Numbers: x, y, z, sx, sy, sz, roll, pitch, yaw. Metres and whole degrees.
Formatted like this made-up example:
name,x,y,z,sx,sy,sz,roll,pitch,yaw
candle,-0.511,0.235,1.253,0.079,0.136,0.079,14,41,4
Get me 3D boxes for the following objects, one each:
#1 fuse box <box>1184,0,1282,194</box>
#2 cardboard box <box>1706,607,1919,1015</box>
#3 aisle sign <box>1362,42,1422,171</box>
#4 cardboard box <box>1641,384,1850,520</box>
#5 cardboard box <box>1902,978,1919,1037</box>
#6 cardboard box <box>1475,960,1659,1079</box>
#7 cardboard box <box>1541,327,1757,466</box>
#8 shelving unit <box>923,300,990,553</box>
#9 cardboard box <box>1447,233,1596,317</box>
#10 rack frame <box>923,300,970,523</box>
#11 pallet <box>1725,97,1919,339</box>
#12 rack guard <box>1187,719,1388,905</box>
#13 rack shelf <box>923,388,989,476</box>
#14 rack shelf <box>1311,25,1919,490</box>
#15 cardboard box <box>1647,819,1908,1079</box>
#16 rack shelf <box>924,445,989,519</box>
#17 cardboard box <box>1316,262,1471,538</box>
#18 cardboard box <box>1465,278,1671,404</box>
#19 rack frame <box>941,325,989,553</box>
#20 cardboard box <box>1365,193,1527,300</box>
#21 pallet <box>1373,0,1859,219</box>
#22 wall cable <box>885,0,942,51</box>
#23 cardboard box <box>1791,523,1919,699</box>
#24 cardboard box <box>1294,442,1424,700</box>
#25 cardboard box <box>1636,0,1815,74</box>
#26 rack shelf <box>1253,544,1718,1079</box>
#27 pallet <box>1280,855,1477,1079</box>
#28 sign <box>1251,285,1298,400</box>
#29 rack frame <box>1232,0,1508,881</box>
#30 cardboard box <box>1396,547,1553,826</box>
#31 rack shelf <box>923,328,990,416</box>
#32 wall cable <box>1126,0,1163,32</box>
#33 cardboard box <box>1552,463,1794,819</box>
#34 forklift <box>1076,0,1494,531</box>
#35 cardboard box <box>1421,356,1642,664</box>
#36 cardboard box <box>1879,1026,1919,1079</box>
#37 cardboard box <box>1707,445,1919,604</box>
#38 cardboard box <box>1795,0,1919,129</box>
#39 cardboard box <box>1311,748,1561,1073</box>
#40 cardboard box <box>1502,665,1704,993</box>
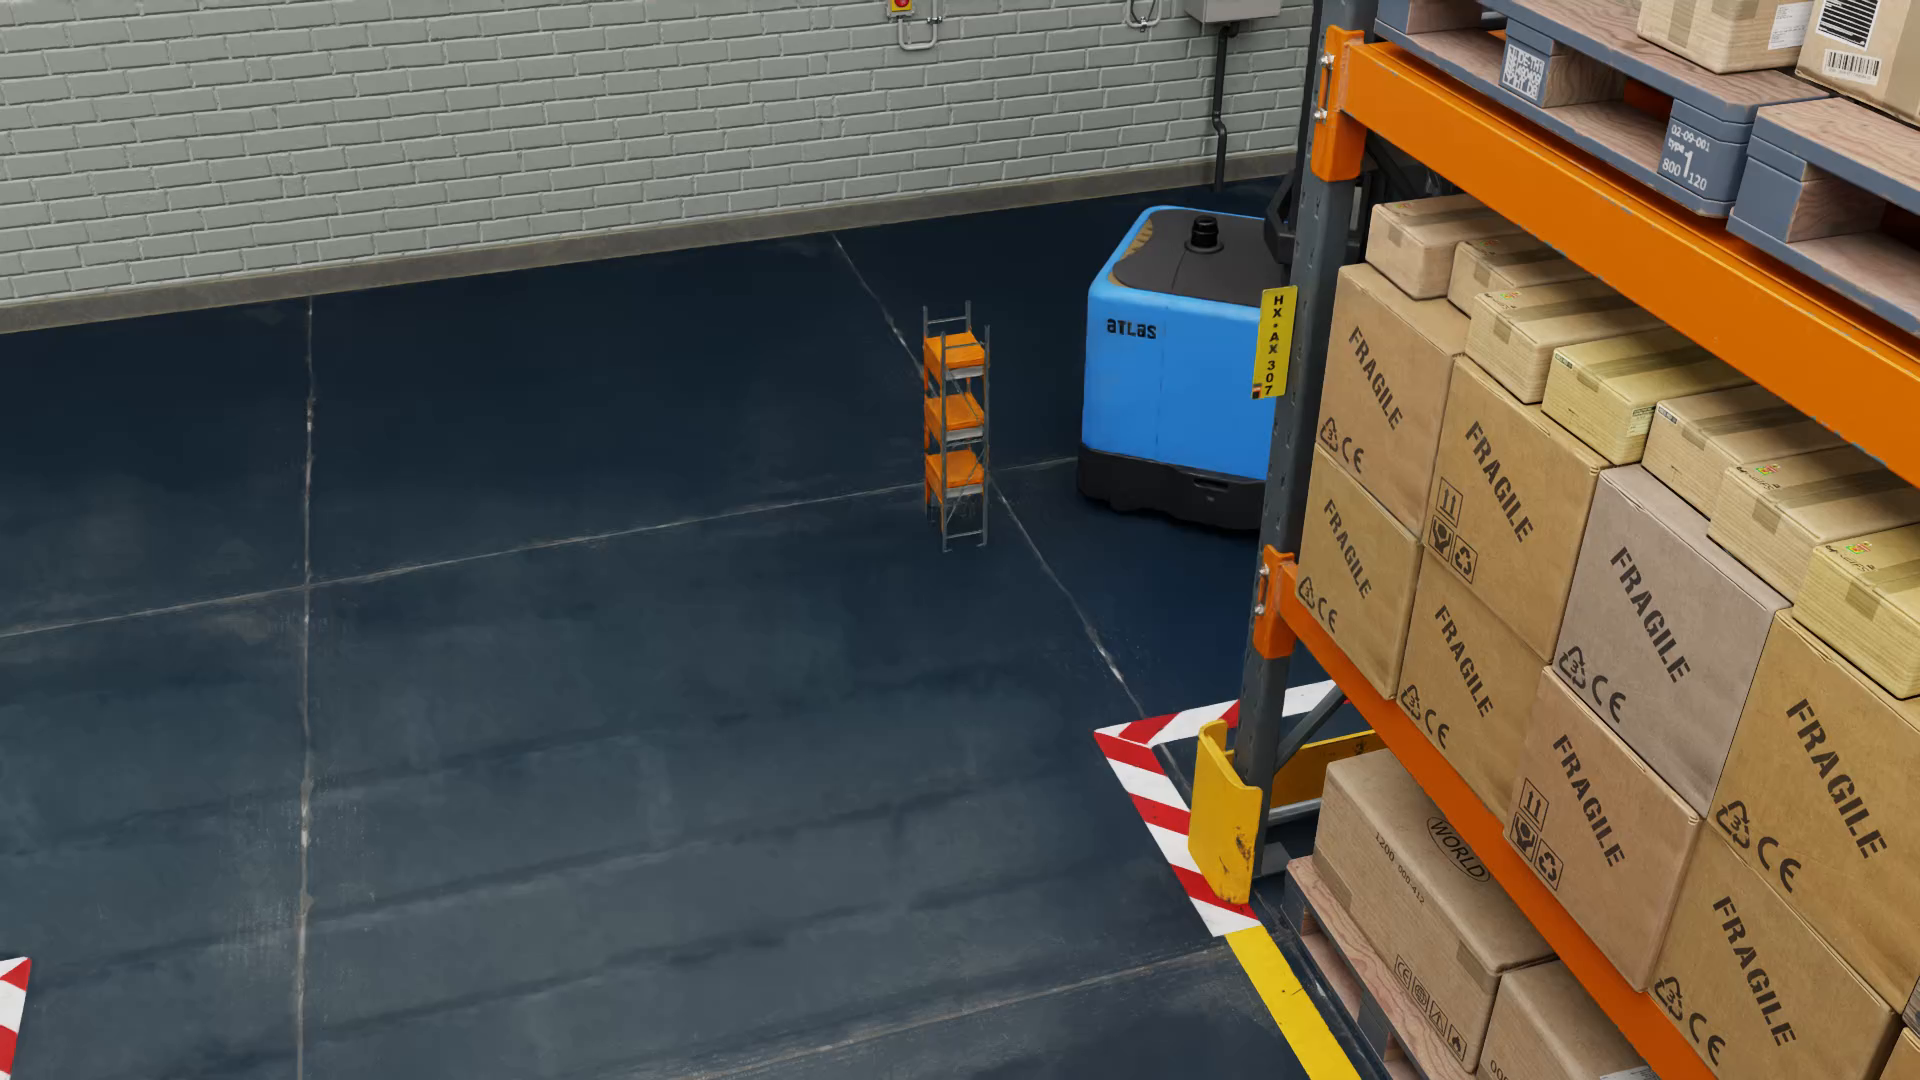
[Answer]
name,x,y,z,sx,sy,sz,roll,pitch,yaw
fuse box,1.678,-2.920,10.117,0.539,1.711,0.414,-10,35,-15
cardboard box,1.732,0.418,2.899,0.500,0.500,0.500,-10,35,-15
aisle sign,1.077,-1.298,4.135,0.394,0.787,0.004,-10,35,-15
cardboard box,1.565,-0.175,3.208,0.380,0.149,0.250,-10,35,-14
cardboard box,1.877,0.682,2.499,0.500,0.500,0.500,-10,35,-14
cardboard box,1.959,1.478,4.235,0.875,0.438,0.875,-9,35,-13
cardboard box,1.435,-0.304,3.403,0.380,0.149,0.250,-11,35,-16
shelving unit,-0.016,-0.466,7.003,0.215,1.050,0.252,-10,35,-15
cardboard box,1.367,-0.595,3.844,0.380,0.149,0.250,-9,35,-14
rack frame,-0.054,-0.530,7.100,0.200,1.050,0.008,-10,35,-15
pallet,1.987,-0.409,2.508,1.003,0.211,1.213,-10,35,-15
rack guard,1.367,0.806,5.577,1.175,0.500,0.348,-10,35,-15
rack shelf,-0.016,-0.457,7.009,0.215,0.259,0.240,-10,35,-15
rack shelf,1.985,-0.125,2.651,1.077,0.370,4.000,-10,35,-15
cardboard box,1.735,0.826,3.189,0.500,0.500,0.500,-9,34,-13
rack shelf,-0.016,-0.225,7.162,0.215,0.259,0.240,-10,35,-15
cardboard box,1.250,-0.383,4.111,0.500,0.500,0.500,-11,35,-16
cardboard box,1.337,-0.439,3.608,0.380,0.149,0.250,-9,34,-13
rack frame,0.021,-0.402,6.906,0.200,1.050,0.008,-10,35,-15
cardboard box,1.219,-0.721,4.034,0.380,0.149,0.250,-9,35,-14
pallet,1.611,-1.051,3.479,1.003,0.211,1.213,-10,35,-15
wall cable,-0.367,-3.618,9.054,0.585,1.953,0.123,-10,35,-15
cardboard box,1.652,0.101,2.791,0.380,0.149,0.250,-11,35,-16
cardboard box,1.248,0.034,4.386,0.500,0.500,0.500,-10,35,-15
cardboard box,1.488,-0.978,3.044,0.380,0.149,0.250,-9,34,-13
rack shelf,1.985,1.126,3.478,1.077,0.370,4.000,-10,35,-15
pallet,1.693,1.346,5.022,1.003,0.211,1.213,-10,35,-15
sign,0.844,-0.528,4.471,0.100,0.325,0.005,-10,35,-15
rack frame,1.375,-0.224,4.868,1.000,3.000,0.127,-10,35,-15
cardboard box,1.429,0.295,3.992,0.500,0.500,0.500,-10,35,-15
rack shelf,-0.016,-0.694,6.852,0.215,0.259,0.240,-10,35,-15
wall cable,0.980,-3.849,9.433,0.588,1.984,0.122,-10,35,-15
cardboard box,1.579,0.156,3.296,0.500,0.500,0.500,-10,35,-15
forklift,2.096,-1.354,6.640,3.031,2.935,1.130,11,35,17
cardboard box,1.414,-0.113,3.703,0.500,0.500,0.500,-11,35,-16
cardboard box,1.881,1.103,2.769,0.500,0.500,0.500,-11,35,-15
cardboard box,1.601,-0.037,2.999,0.380,0.149,0.250,-10,35,-14
cardboard box,1.784,-0.861,2.721,0.500,0.311,0.500,-9,35,-14
cardboard box,1.671,0.999,4.960,0.875,0.438,0.875,-11,35,-16
cardboard box,1.567,0.565,3.583,0.500,0.500,0.500,-10,35,-15
